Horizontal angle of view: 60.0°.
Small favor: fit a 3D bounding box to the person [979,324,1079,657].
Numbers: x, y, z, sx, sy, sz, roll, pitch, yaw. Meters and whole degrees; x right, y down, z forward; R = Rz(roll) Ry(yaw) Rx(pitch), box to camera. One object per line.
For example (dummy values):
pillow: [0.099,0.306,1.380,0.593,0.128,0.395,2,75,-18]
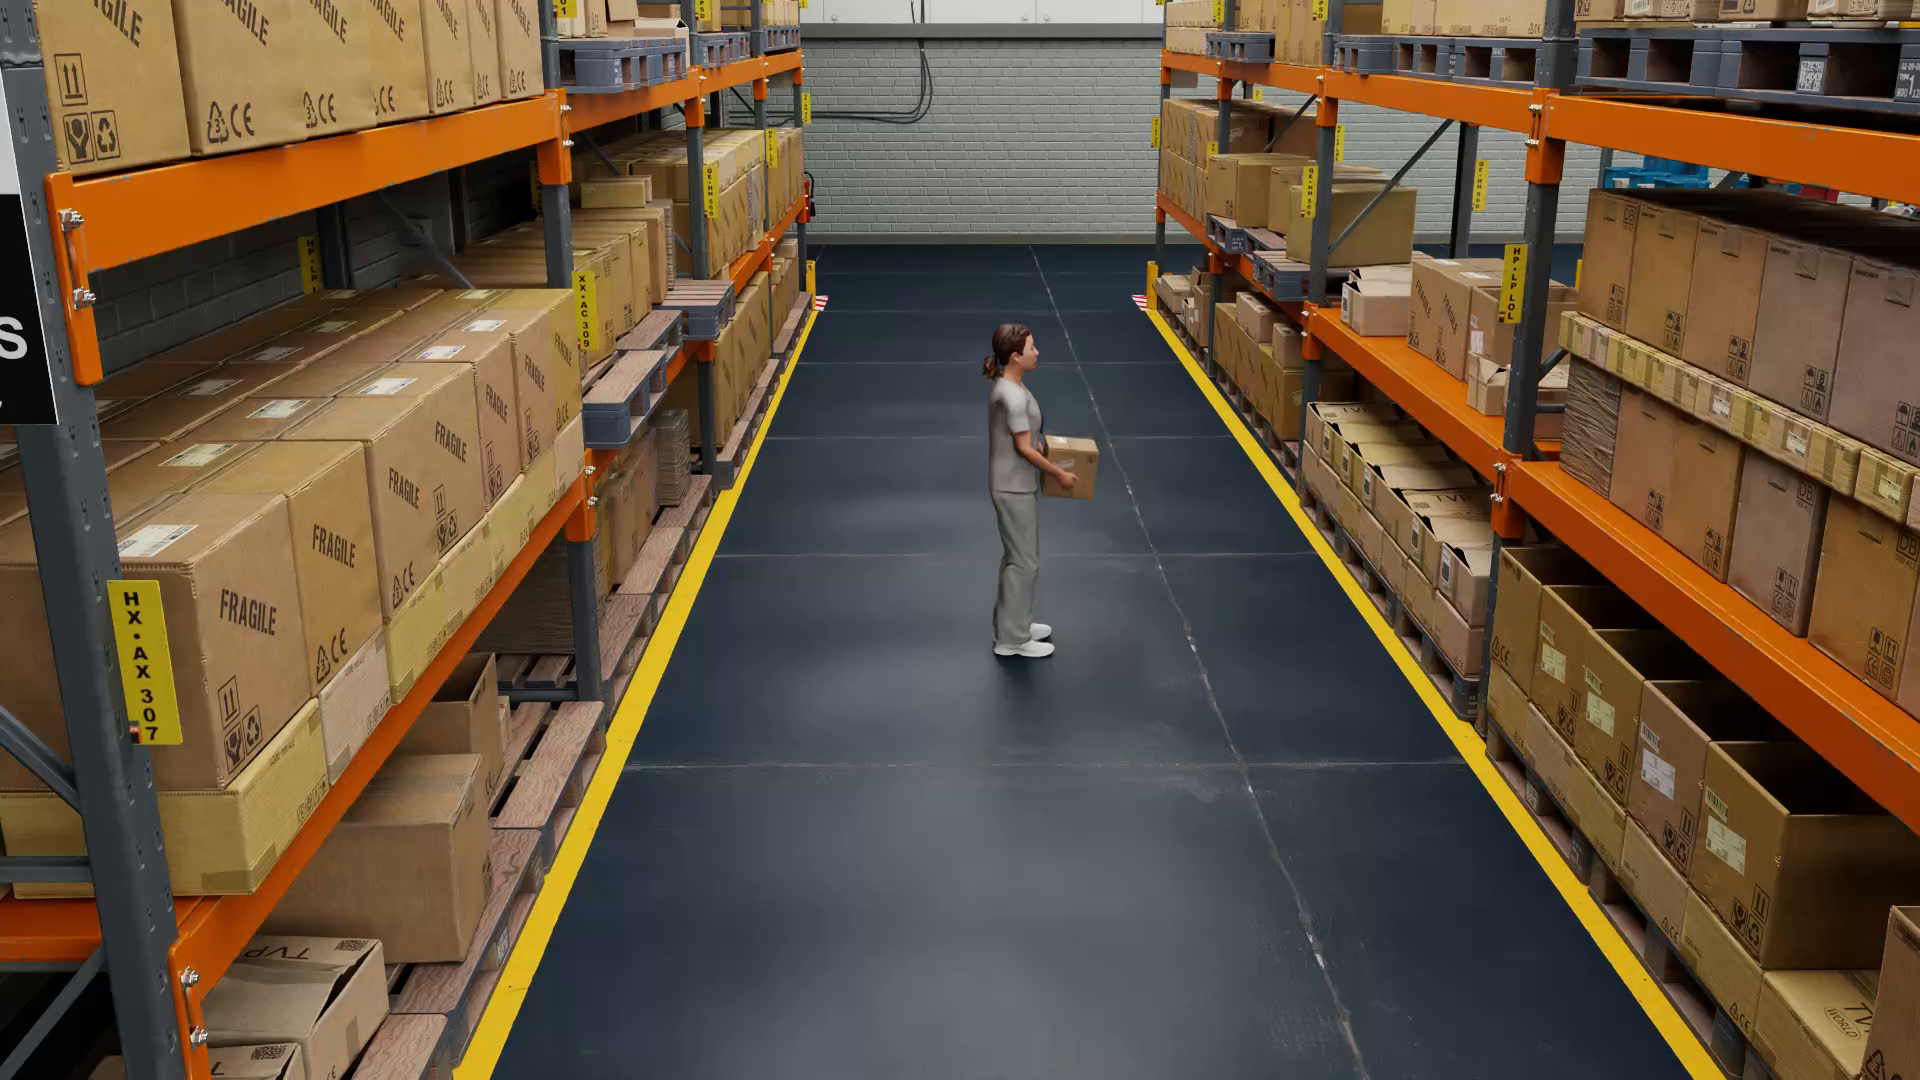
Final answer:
person: [0.347,-0.257,8.377,0.503,1.674,0.461,0,17,-1]
